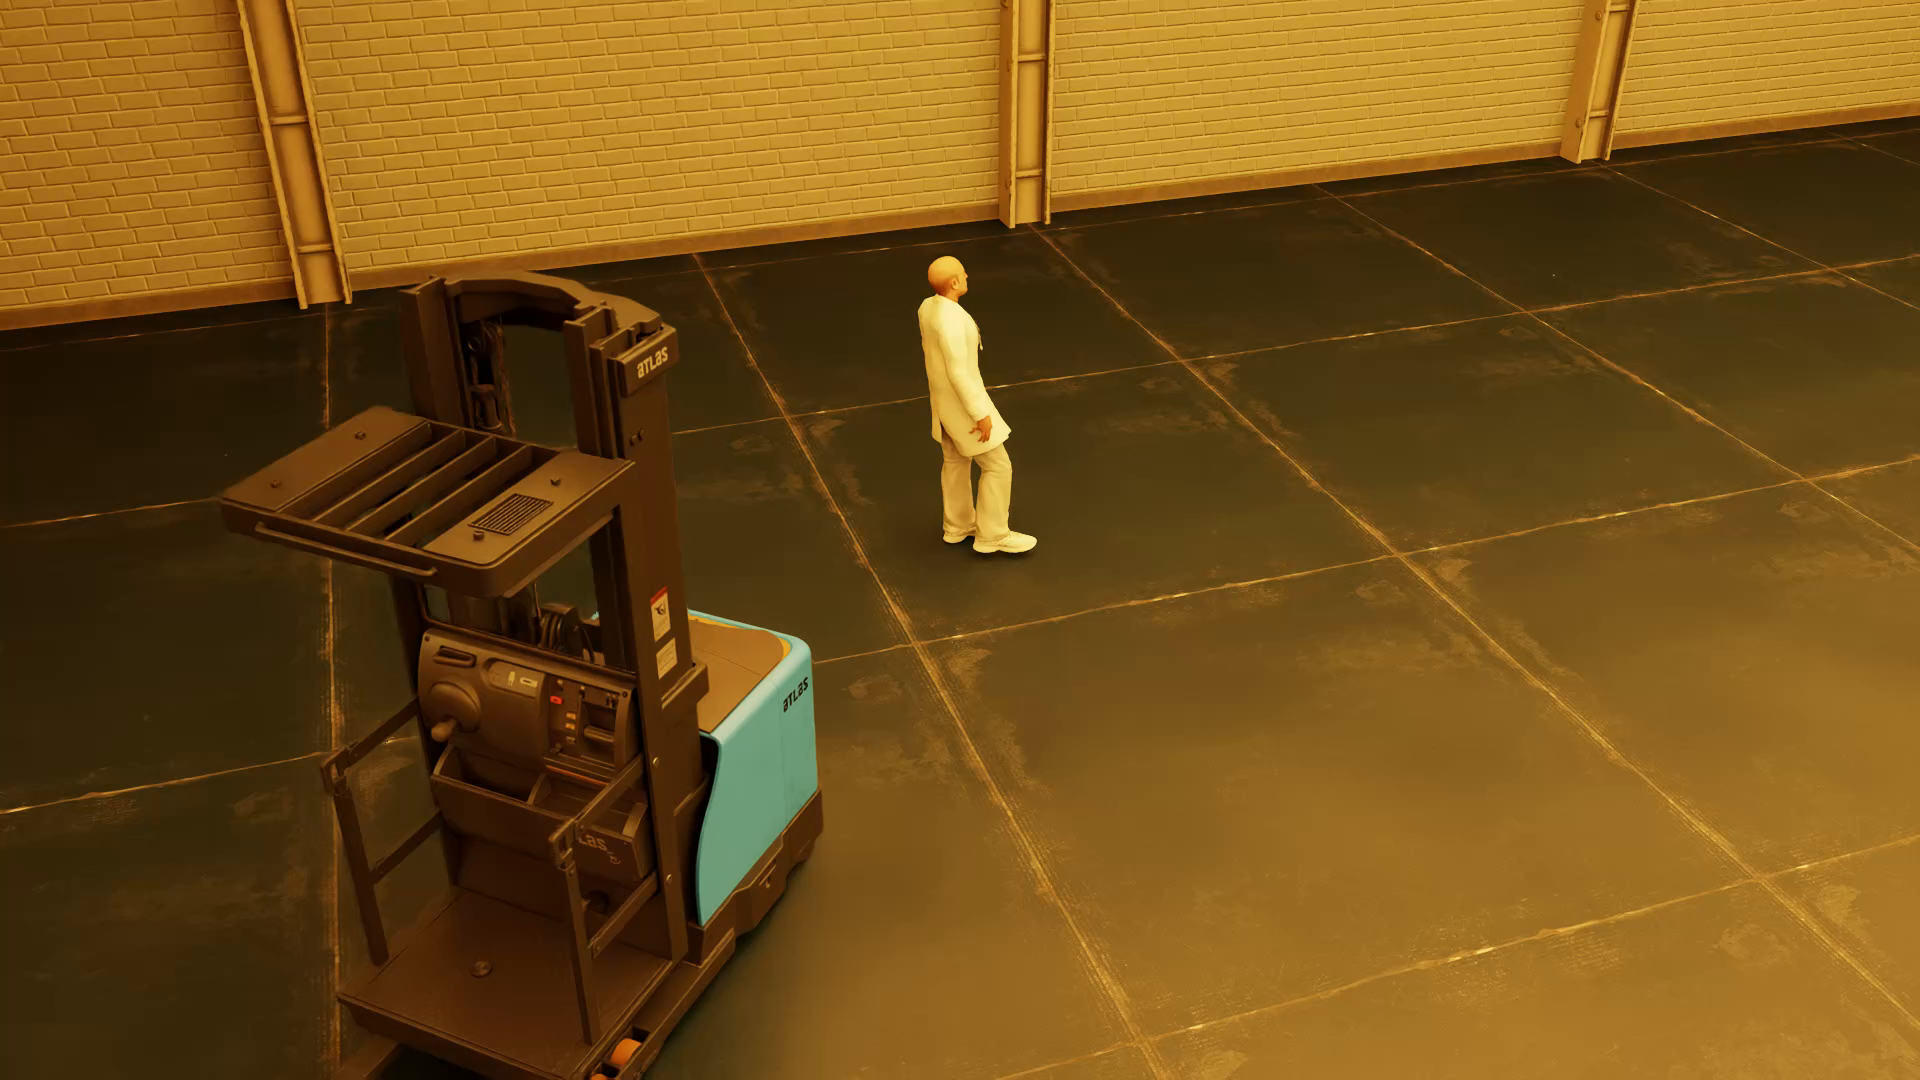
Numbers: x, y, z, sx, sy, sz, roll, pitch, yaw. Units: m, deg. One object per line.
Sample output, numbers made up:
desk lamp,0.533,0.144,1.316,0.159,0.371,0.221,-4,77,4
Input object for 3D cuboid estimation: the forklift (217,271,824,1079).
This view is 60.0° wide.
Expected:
forklift,-1.690,0.659,5.942,1.130,2.935,3.031,13,32,21

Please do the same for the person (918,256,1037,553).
person,0.089,-0.790,9.601,0.579,1.778,0.696,-10,31,-16
